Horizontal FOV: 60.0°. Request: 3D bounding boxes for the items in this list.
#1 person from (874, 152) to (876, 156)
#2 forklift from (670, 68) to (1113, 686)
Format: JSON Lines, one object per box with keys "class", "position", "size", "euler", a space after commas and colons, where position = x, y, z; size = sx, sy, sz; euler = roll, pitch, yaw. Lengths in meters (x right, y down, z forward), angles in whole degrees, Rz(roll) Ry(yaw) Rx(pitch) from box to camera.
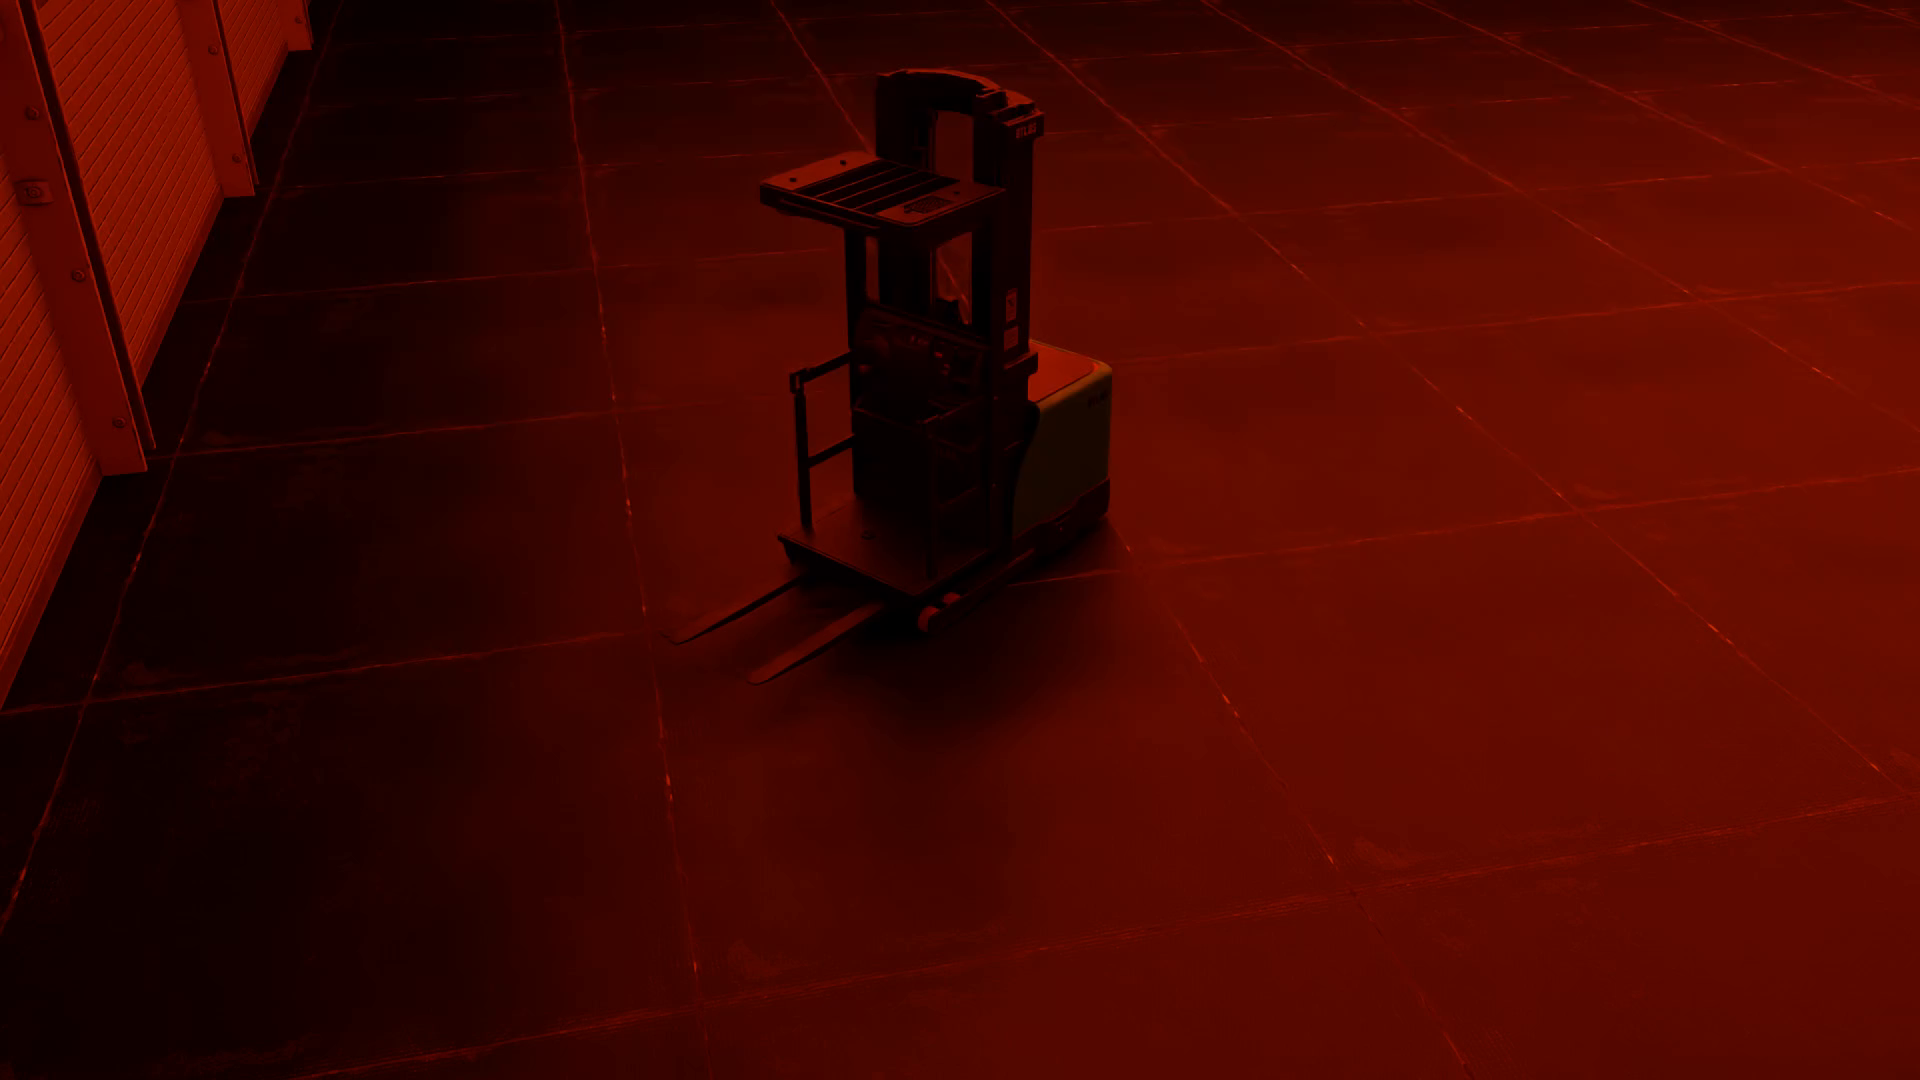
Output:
{"class": "person", "position": [-0.530, -2.717, 13.527], "size": [0.569, 1.654, 0.504], "euler": [-16, 33, -25]}
{"class": "forklift", "position": [-0.371, -1.004, 9.308], "size": [1.130, 2.935, 3.031], "euler": [23, 37, 33]}
